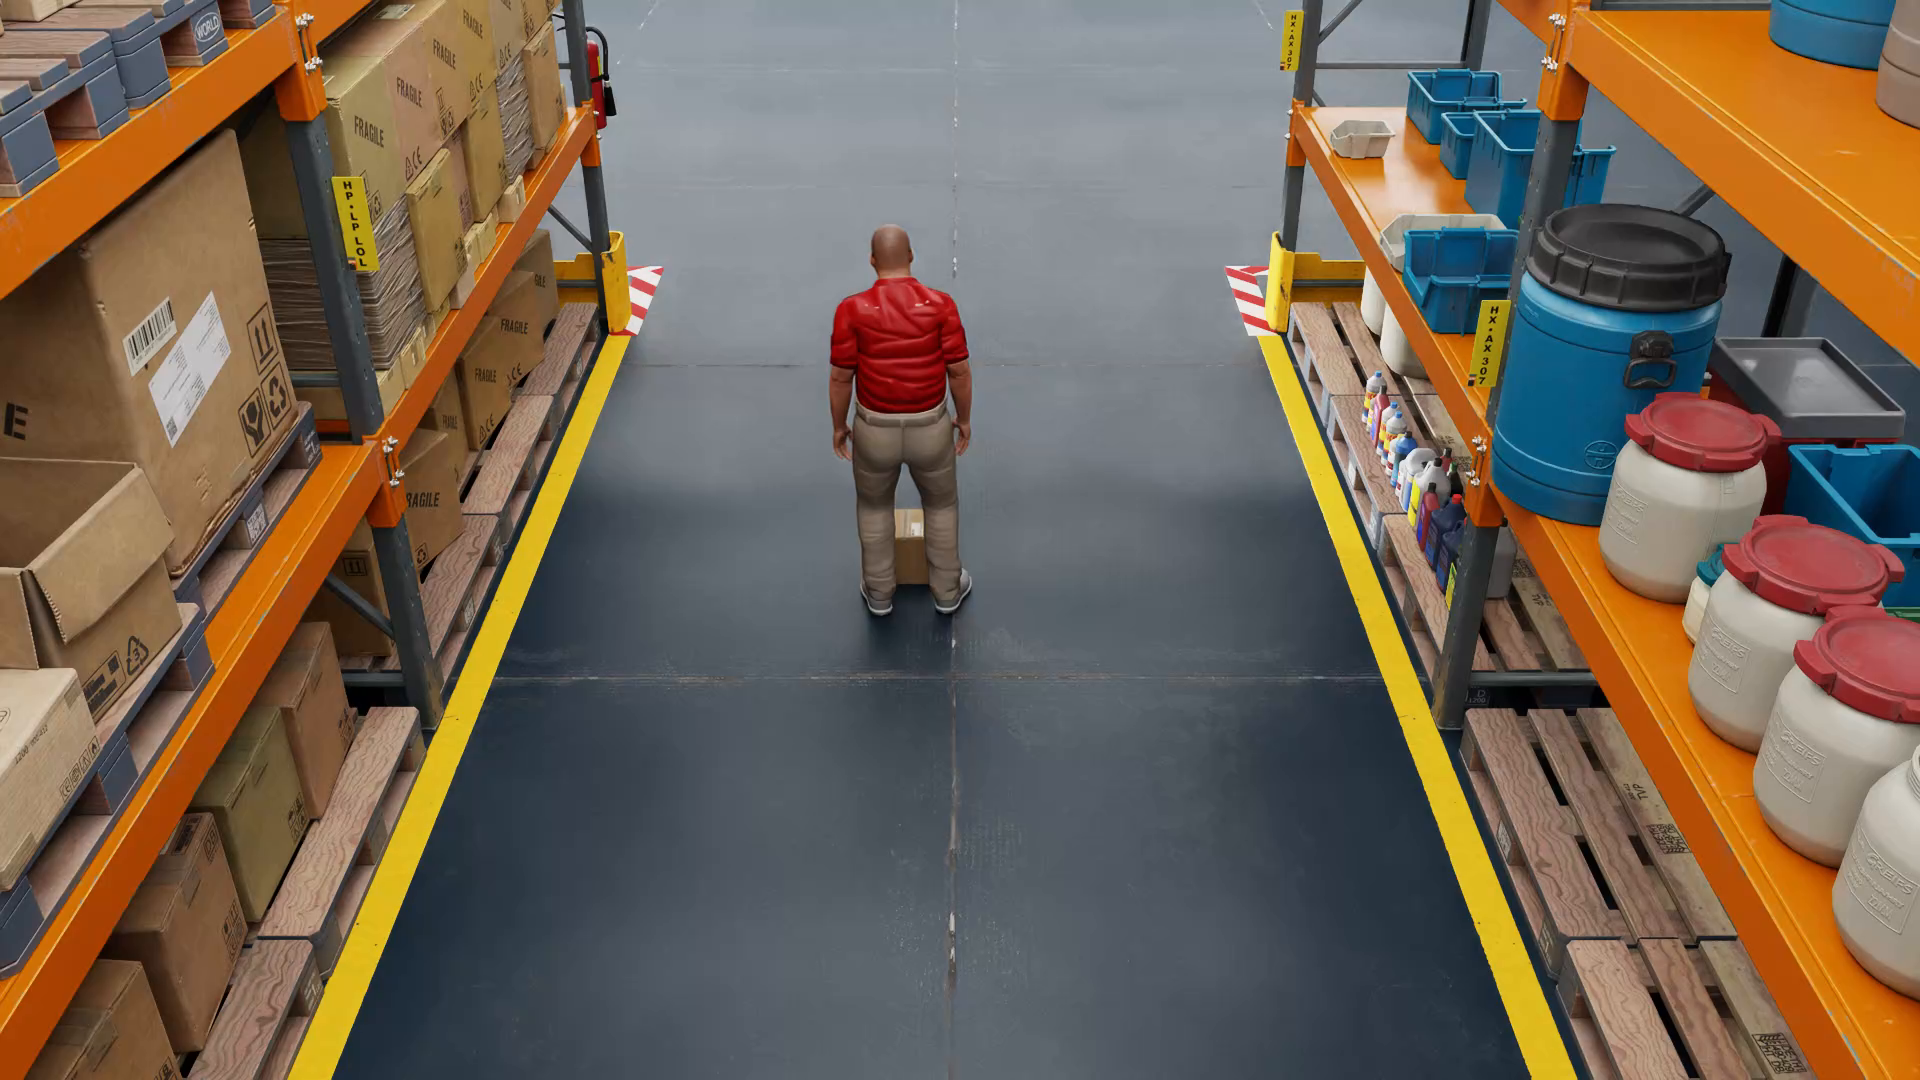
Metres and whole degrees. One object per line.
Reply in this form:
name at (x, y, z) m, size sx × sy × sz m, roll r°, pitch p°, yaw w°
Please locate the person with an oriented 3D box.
person at (-0.236, -0.468, 6.917) m, size 0.590 × 1.725 × 0.393 m, roll -2°, pitch 31°, yaw -3°
